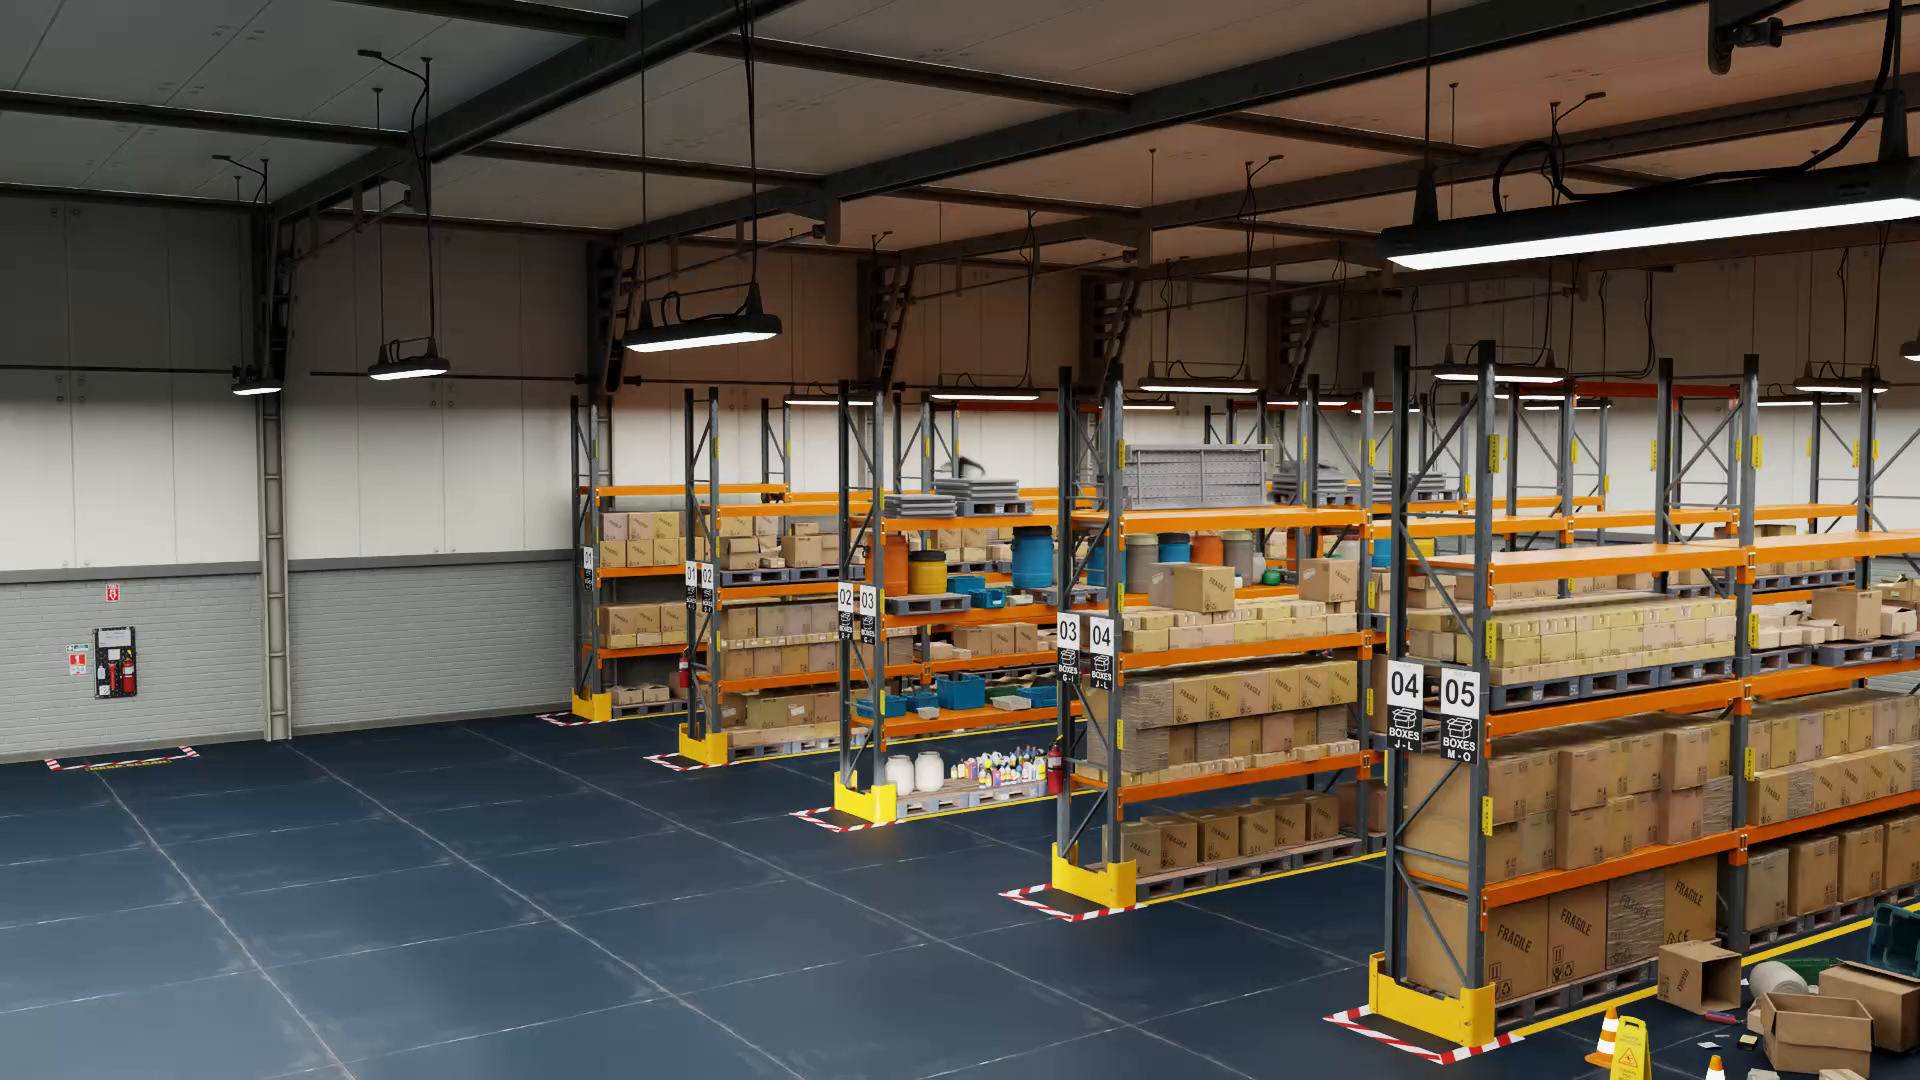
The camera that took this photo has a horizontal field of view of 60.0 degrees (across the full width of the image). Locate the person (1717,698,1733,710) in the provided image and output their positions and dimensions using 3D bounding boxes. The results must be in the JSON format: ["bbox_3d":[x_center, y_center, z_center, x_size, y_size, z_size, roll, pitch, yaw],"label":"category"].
[{"bbox_3d":[10.669,2.905,23.145,0.940,1.680,0.606,-2,4,-35],"label":"person"}]
